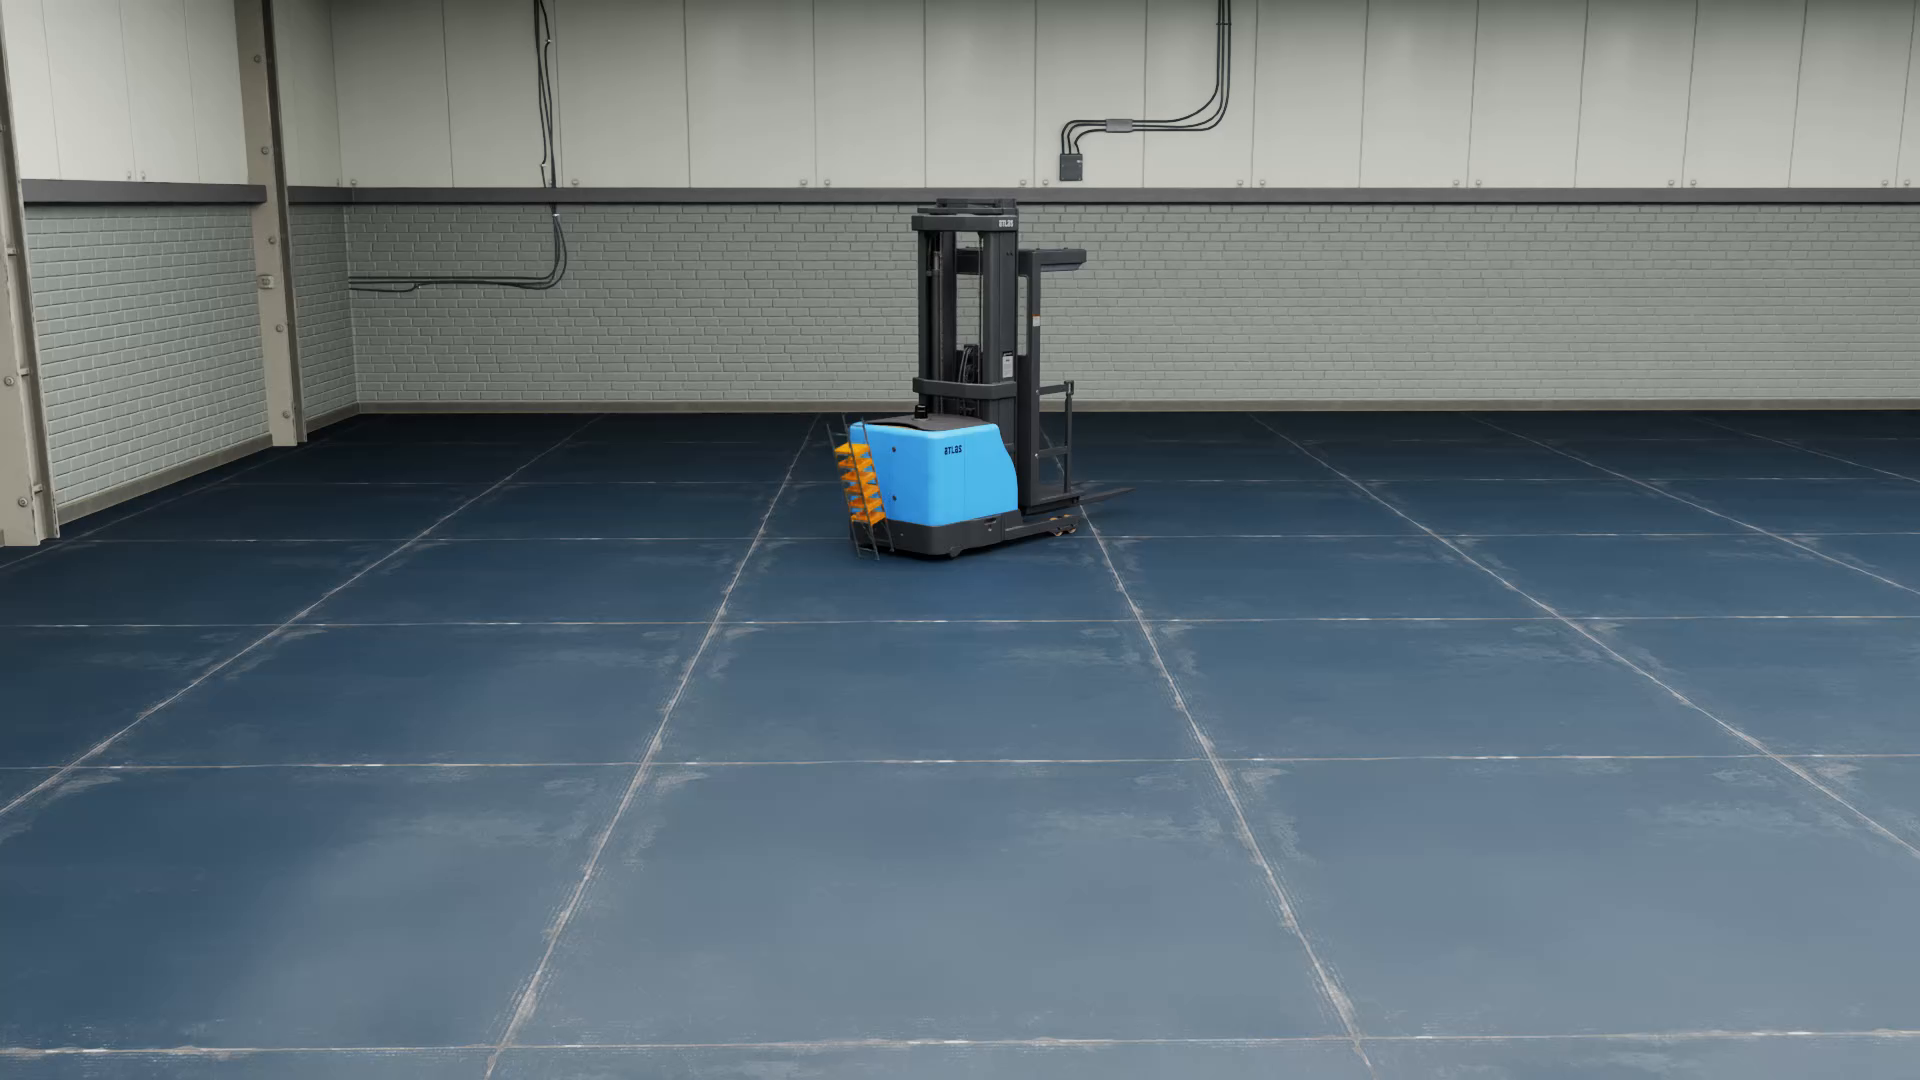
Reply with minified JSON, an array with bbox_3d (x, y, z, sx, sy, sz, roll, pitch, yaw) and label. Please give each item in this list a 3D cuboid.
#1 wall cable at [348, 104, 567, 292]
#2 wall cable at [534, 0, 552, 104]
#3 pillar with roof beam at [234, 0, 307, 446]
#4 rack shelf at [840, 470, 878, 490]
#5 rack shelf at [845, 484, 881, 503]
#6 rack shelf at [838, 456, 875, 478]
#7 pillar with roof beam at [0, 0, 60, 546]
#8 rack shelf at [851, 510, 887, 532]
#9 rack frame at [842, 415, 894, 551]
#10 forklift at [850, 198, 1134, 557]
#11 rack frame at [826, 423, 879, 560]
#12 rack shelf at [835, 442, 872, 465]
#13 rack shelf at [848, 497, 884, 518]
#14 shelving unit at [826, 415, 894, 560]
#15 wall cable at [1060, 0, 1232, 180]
[{"bbox_3d":[-6.967,-4.662,22.713,3.097,2.526,0.112,0,11,-1],"label":"wall cable"},{"bbox_3d":[-4.263,-7.148,22.266,3.097,2.526,0.112,0,11,-1],"label":"wall cable"},{"bbox_3d":[-3.925,-5.610,19.578,9.100,9.000,0.400,0,11,-1],"label":"pillar with roof beam"},{"bbox_3d":[-0.829,-0.492,13.586,0.258,0.103,0.180,10,32,41],"label":"rack shelf"},{"bbox_3d":[-0.805,-0.384,13.634,0.258,0.103,0.180,10,32,41],"label":"rack shelf"},{"bbox_3d":[-0.852,-0.600,13.539,0.258,0.103,0.180,10,32,41],"label":"rack shelf"},{"bbox_3d":[-3.801,-4.417,13.699,9.100,9.000,0.400,0,11,-1],"label":"pillar with roof beam"},{"bbox_3d":[-0.759,-0.169,13.730,0.258,0.103,0.180,10,32,41],"label":"rack shelf"},{"bbox_3d":[-0.755,-0.463,13.675,0.240,1.200,0.006,10,32,41],"label":"rack frame"},{"bbox_3d":[0.413,-1.529,14.724,1.130,2.935,3.031,10,15,41],"label":"forklift"},{"bbox_3d":[-0.873,-0.386,13.558,0.240,1.200,0.006,10,32,41],"label":"rack frame"},{"bbox_3d":[-0.875,-0.707,13.491,0.258,0.103,0.180,10,32,41],"label":"rack shelf"},{"bbox_3d":[-0.782,-0.277,13.682,0.258,0.103,0.180,10,32,41],"label":"rack shelf"},{"bbox_3d":[-0.814,-0.424,13.617,0.258,1.200,0.189,10,32,41],"label":"shelving unit"},{"bbox_3d":[2.524,-7.886,22.243,2.305,6.003,0.169,0,11,-1],"label":"wall cable"}]
